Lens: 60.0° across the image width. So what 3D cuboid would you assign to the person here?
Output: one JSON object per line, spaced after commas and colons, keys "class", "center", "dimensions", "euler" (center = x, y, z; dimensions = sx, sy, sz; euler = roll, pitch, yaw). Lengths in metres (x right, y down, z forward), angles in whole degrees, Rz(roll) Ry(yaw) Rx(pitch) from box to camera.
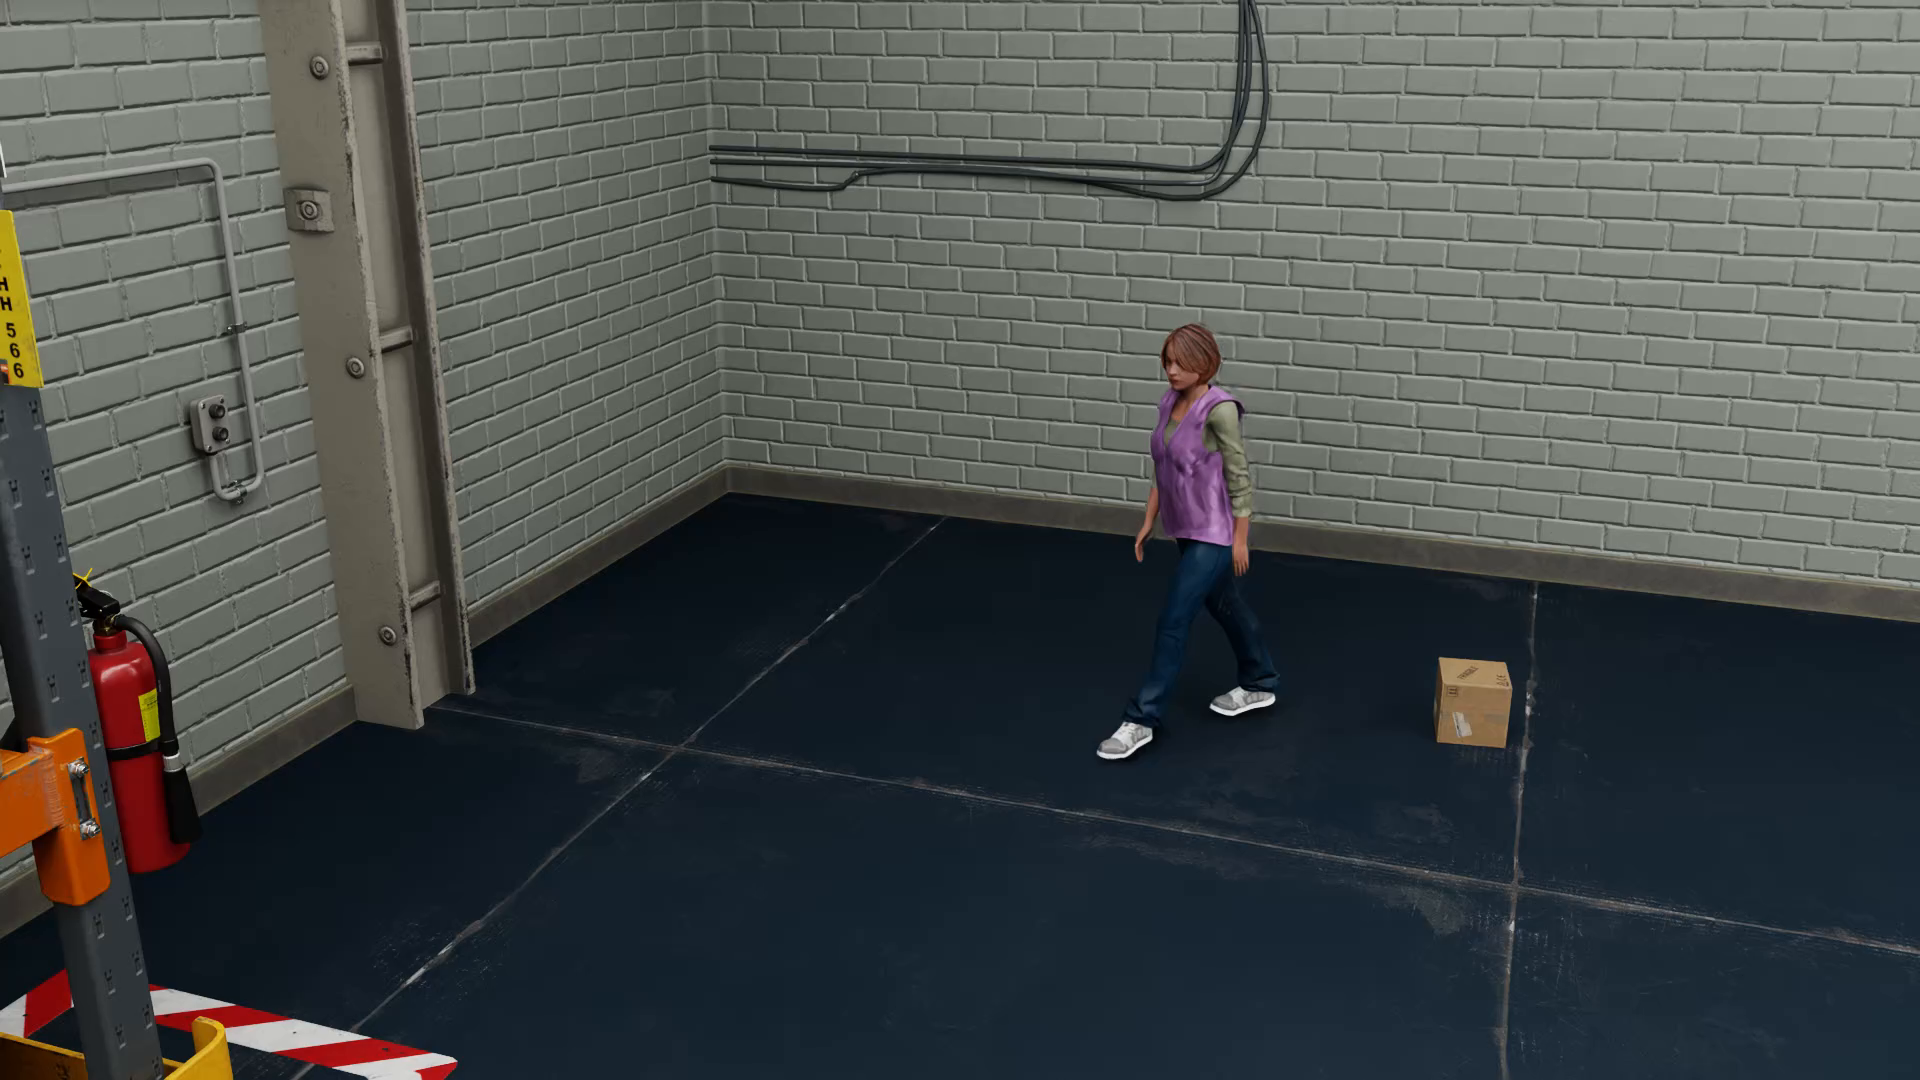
{"class": "person", "center": [0.848, -0.026, 6.132], "dimensions": [0.851, 1.556, 0.419], "euler": [-7, 20, -19]}
